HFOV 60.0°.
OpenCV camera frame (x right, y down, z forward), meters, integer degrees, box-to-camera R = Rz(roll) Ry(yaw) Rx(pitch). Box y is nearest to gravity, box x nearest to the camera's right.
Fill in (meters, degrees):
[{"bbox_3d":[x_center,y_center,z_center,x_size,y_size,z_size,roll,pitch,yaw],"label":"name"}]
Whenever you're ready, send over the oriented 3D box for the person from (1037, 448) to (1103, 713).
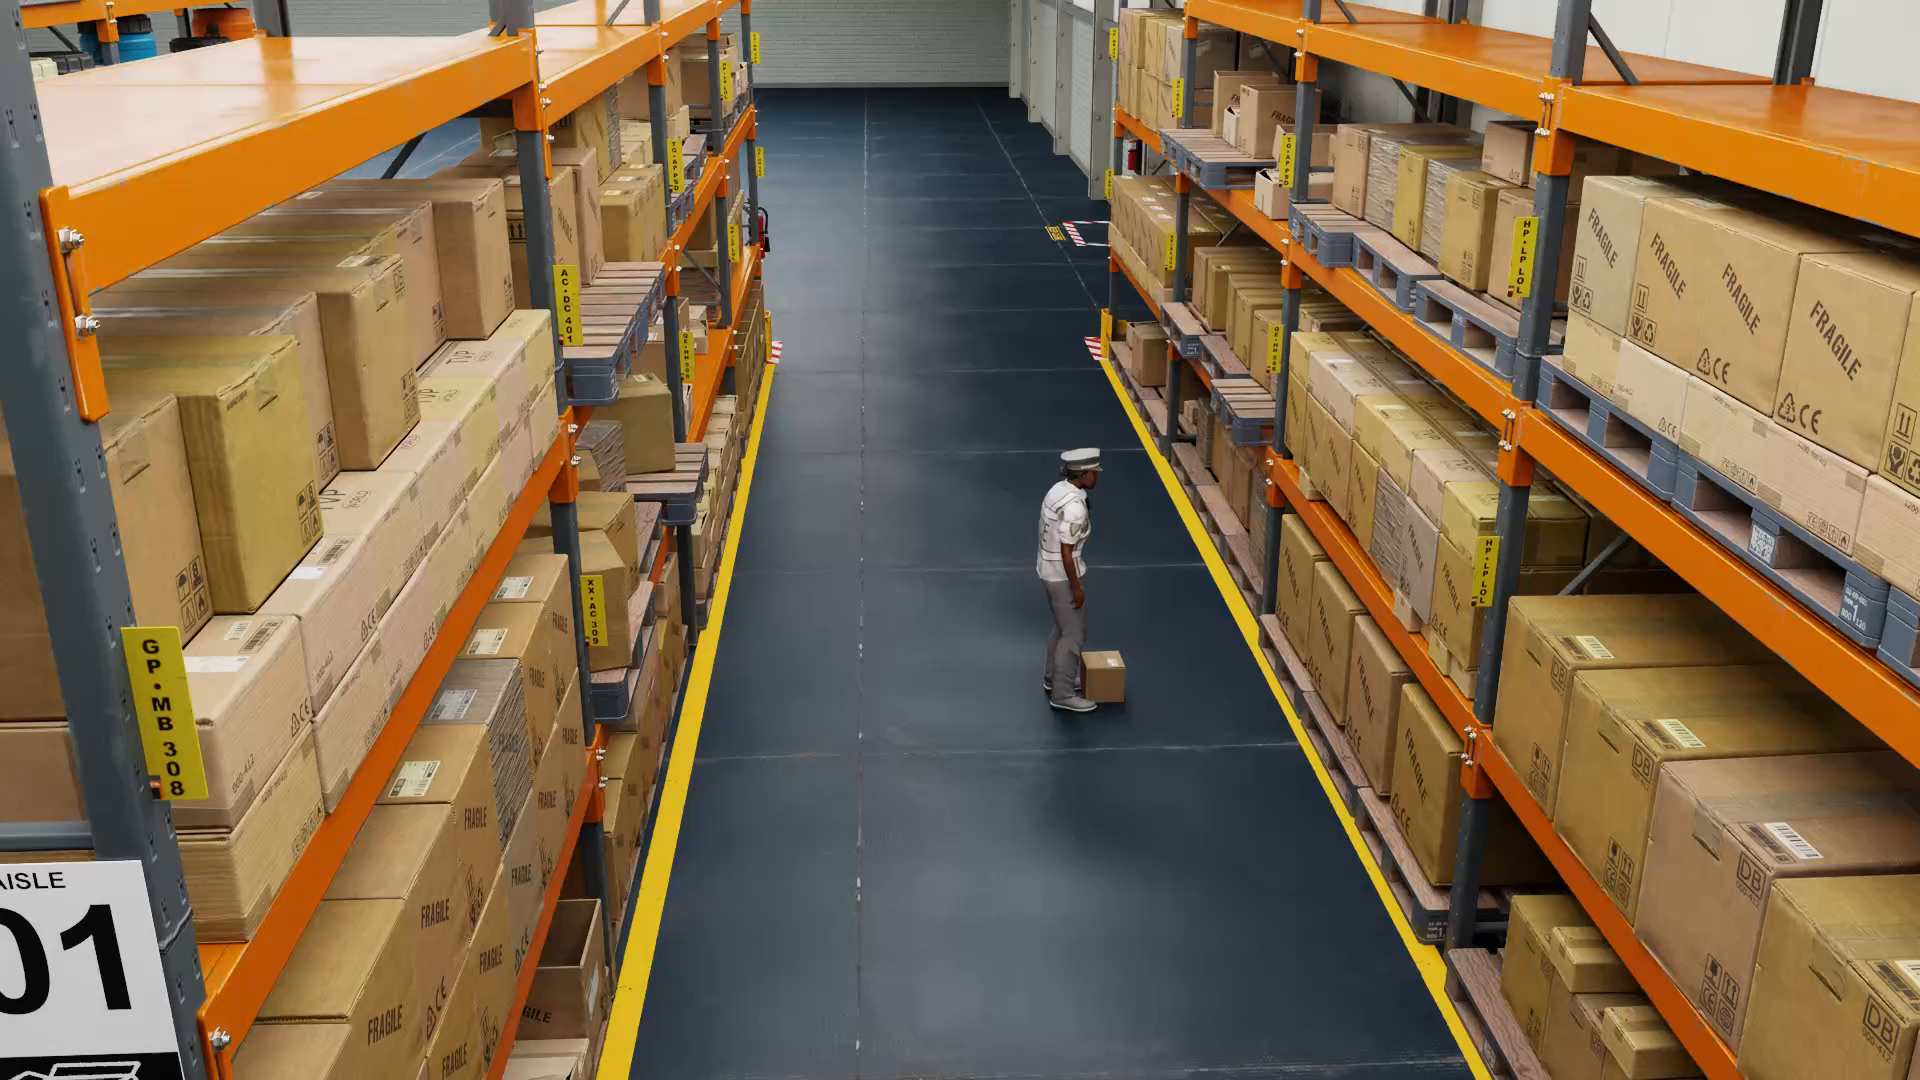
[{"bbox_3d":[0.685,0.233,10.455,0.394,1.660,0.507,-1,21,-3],"label":"person"}]
